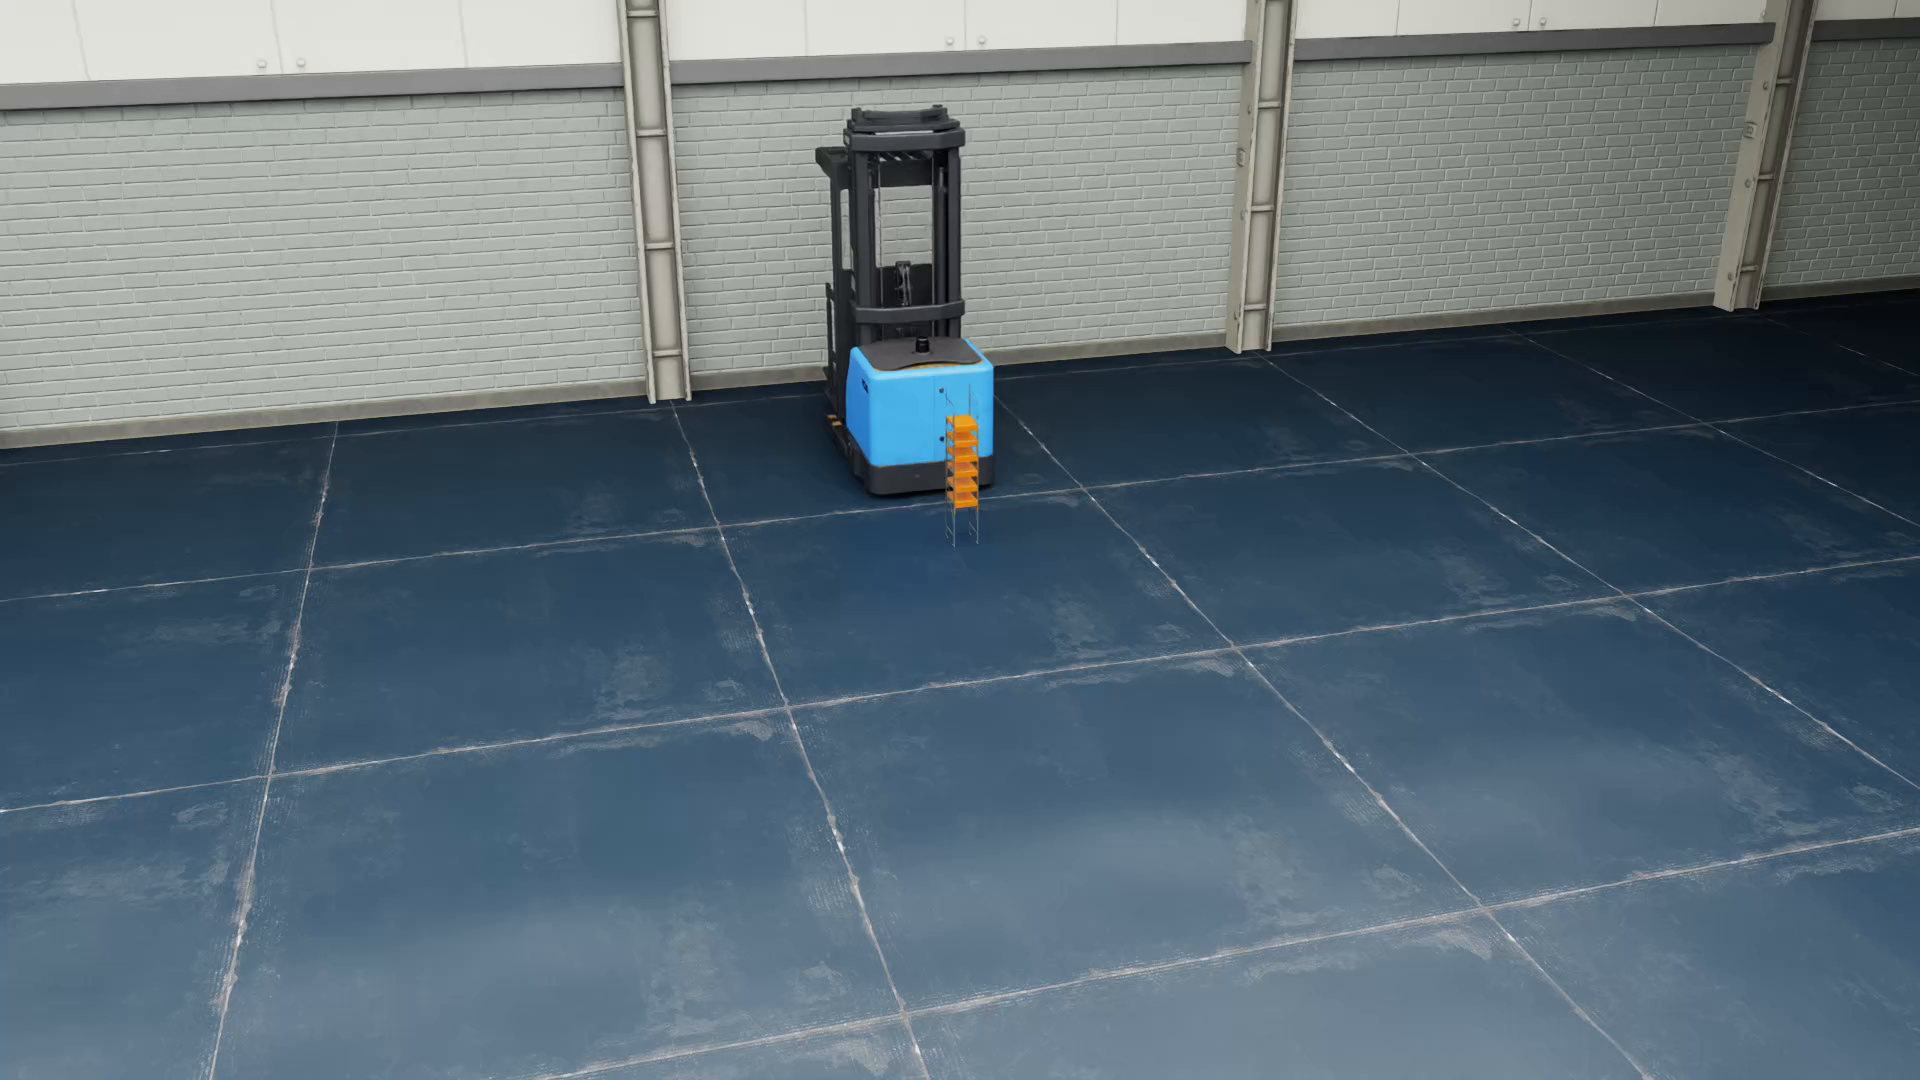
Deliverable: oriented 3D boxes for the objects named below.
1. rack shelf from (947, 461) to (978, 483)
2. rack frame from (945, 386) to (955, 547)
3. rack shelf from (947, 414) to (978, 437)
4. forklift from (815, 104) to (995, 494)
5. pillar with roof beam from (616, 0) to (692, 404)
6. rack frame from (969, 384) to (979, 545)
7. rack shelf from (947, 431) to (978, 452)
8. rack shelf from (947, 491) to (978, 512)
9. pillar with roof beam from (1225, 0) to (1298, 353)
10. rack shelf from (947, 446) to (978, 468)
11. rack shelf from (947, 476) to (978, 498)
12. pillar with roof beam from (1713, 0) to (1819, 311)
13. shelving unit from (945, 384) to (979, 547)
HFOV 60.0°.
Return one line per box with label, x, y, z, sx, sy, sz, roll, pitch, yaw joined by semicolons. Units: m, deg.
rack shelf;0.014;-0.512;12.465;0.180;0.103;0.258;-6;24;-14
rack frame;-0.074;-0.543;12.424;0.006;1.200;0.240;-6;24;-14
rack shelf;0.014;-0.843;12.323;0.180;0.103;0.258;-6;24;-14
forklift;-0.593;-2.266;14.245;1.130;2.935;3.031;-6;24;-14
pillar with roof beam;-1.611;-3.866;10.279;0.400;9.000;9.100;-6;24;-14
rack frame;0.102;-0.563;12.470;0.006;1.200;0.240;-6;24;-14
rack shelf;0.014;-0.733;12.370;0.180;0.103;0.258;-6;24;-14
rack shelf;0.014;-0.292;12.559;0.180;0.103;0.258;-6;24;-14
pillar with roof beam;4.166;-4.506;11.768;0.400;9.000;9.100;-6;24;-14
rack shelf;0.014;-0.622;12.417;0.180;0.103;0.258;-6;24;-14
rack shelf;0.014;-0.402;12.512;0.180;0.103;0.258;-6;24;-14
pillar with roof beam;9.943;-5.145;13.258;0.400;9.000;9.100;-6;24;-14
shelving unit;0.014;-0.553;12.447;0.189;1.200;0.258;-6;24;-14
